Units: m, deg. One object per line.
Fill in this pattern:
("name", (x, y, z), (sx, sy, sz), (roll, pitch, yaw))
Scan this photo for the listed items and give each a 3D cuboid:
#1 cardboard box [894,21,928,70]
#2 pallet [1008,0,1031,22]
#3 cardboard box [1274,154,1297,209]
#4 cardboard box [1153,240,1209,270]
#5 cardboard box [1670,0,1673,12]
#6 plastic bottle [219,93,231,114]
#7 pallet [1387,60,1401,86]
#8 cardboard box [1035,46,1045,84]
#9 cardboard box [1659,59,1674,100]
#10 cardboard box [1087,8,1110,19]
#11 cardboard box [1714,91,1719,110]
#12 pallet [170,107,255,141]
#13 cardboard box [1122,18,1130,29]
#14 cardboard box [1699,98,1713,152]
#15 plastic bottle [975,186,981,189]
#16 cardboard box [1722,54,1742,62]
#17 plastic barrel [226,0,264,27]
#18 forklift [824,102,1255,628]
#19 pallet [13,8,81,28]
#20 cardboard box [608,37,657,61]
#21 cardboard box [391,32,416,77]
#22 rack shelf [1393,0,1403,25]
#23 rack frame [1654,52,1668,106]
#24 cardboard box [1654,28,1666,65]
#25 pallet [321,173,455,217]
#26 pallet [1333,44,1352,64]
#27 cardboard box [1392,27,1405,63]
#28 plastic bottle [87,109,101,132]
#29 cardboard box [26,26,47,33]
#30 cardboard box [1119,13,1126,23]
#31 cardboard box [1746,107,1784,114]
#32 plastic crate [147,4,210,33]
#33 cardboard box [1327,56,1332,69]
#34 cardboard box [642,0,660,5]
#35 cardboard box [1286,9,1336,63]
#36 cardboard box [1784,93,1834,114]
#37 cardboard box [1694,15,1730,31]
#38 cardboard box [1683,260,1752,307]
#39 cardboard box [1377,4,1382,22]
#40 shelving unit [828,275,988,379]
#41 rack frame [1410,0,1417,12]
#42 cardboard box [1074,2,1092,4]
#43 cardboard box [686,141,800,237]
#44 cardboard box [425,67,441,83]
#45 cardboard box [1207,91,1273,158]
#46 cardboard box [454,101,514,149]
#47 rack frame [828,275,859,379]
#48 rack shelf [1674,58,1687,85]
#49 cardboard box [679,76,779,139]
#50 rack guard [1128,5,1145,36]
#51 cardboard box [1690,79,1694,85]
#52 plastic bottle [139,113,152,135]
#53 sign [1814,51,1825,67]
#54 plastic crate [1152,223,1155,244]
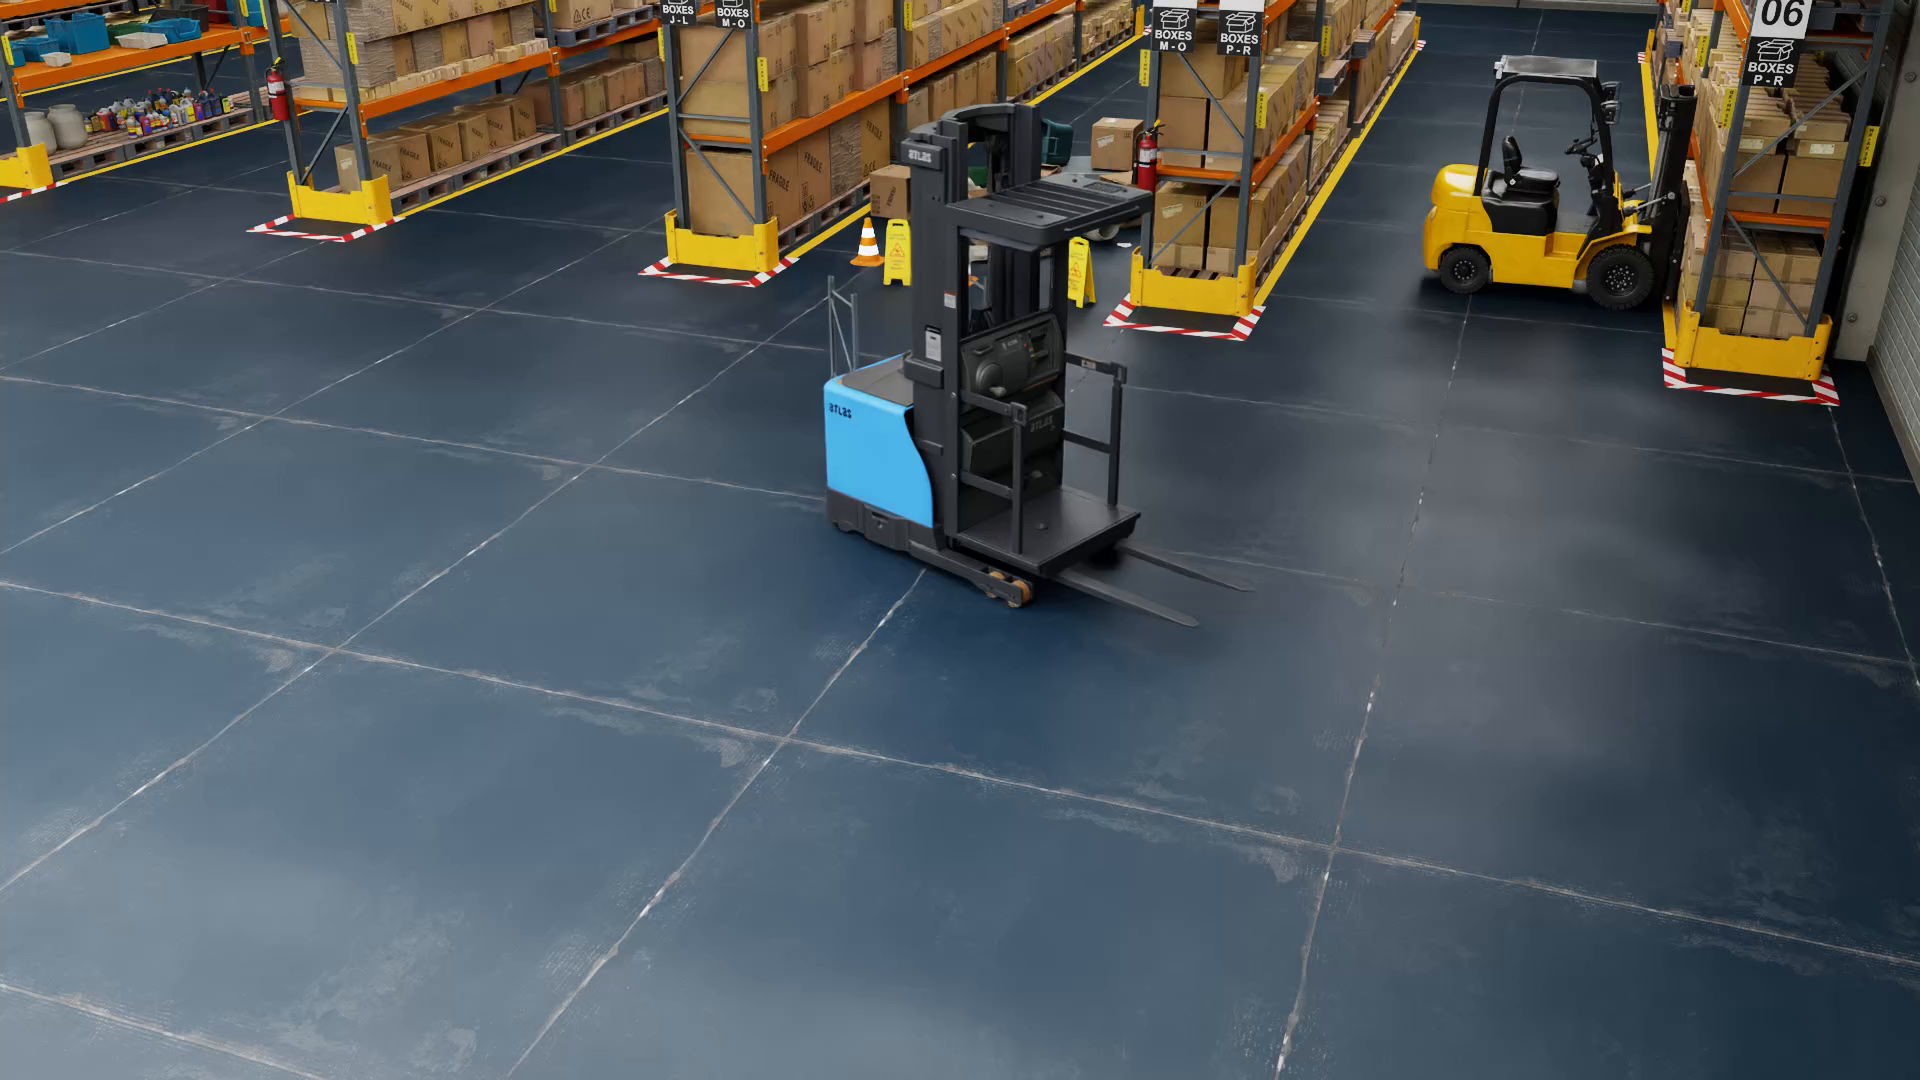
("cardboard box", (-0.717, -6.139, 20.597), (0.500, 0.500, 0.500), (9, 27, 18))
("pallet", (0.322, -7.783, 24.326), (1.213, 0.211, 1.003), (9, 27, 17))
("cardboard box", (3.275, -3.829, 17.752), (0.500, 0.500, 0.500), (10, 28, 20))
("cardboard box", (2.247, -2.930, 16.756), (0.500, 0.250, 0.500), (9, 27, 17))
("cardboard box", (10.355, -7.665, 23.266), (0.700, 0.500, 0.500), (9, 27, 18))
("plastic bottle", (-10.310, -6.126, 23.297), (0.061, 0.283, 0.133), (10, 28, 20))
("pallet", (6.544, -7.575, 26.876), (1.003, 0.211, 1.213), (9, 27, 17))
("cardboard box", (0.991, -7.297, 25.490), (0.500, 0.500, 0.500), (8, 27, 16))
("cardboard box", (10.526, -6.708, 24.273), (0.500, 0.500, 0.500), (10, 28, 20))
("cardboard box", (2.431, -9.240, 29.223), (0.380, 0.149, 0.250), (8, 27, 16))
("cardboard box", (7.350, -4.134, 15.711), (0.380, 0.149, 0.250), (8, 27, 16))
("pallet", (-10.723, -5.871, 23.358), (1.003, 0.211, 1.213), (9, 27, 17))
("cardboard box", (2.878, -9.388, 30.210), (0.380, 0.149, 0.250), (10, 27, 19))
("cardboard box", (7.518, -3.998, 16.175), (0.500, 0.500, 0.500), (8, 27, 17))
("plastic bottle", (0.185, -4.262, 20.207), (0.133, 0.061, 0.283), (-5, 26, -9))
("cardboard box", (7.866, -4.782, 16.708), (0.380, 0.149, 0.250), (9, 27, 18))
("plastic barrel", (-10.046, -7.737, 23.436), (0.600, 0.901, 0.708), (9, 27, 17))
("forklift", (0.493, -1.150, 10.486), (3.031, 2.935, 1.130), (21, 33, 37))
("pallet", (-17.731, -10.034, 31.956), (1.003, 0.211, 1.213), (9, 27, 17))
("cardboard box", (-4.820, -7.233, 24.474), (0.500, 0.250, 0.500), (12, 28, 23))
("cardboard box", (-6.859, -5.658, 19.261), (0.875, 0.500, 0.500), (9, 27, 17))
("rack shelf", (6.883, -9.027, 27.500), (1.077, 0.370, 4.000), (9, 27, 17))
("rack frame", (10.899, -7.810, 24.163), (1.000, 3.000, 0.127), (9, 27, 17))
("cardboard box", (11.617, -7.935, 26.806), (0.700, 0.500, 0.500), (10, 28, 20))
("pallet", (-6.792, -4.139, 19.780), (1.003, 0.211, 1.213), (9, 27, 17))
("pallet", (4.266, -5.979, 20.600), (1.003, 0.211, 1.213), (9, 27, 17))
("cardboard box", (6.825, -8.175, 27.374), (0.875, 0.438, 0.875), (8, 27, 16))
("plastic bottle", (-11.572, -5.597, 22.203), (0.061, 0.283, 0.133), (9, 27, 19))
("cardboard box", (-14.760, -8.153, 26.901), (0.500, 0.311, 0.500), (8, 27, 17))
("cardboard box", (2.769, -9.416, 29.928), (0.380, 0.149, 0.250), (8, 27, 15))
("cardboard box", (6.879, -3.633, 14.335), (0.380, 0.149, 0.250), (9, 27, 18))
("plastic crate", (-10.755, -7.172, 22.915), (0.767, 0.338, 0.504), (9, 27, 17))
("cardboard box", (4.129, -5.600, 19.403), (0.380, 0.149, 0.250), (9, 27, 18))
("cardboard box", (-4.692, -8.084, 24.132), (0.700, 0.500, 0.500), (13, 29, 25))
("cardboard box", (3.982, -5.760, 18.990), (0.500, 0.500, 0.500), (9, 27, 19))
("cardboard box", (7.573, -3.881, 14.848), (0.380, 0.149, 0.250), (10, 27, 19))
("cardboard box", (9.036, -6.196, 19.969), (0.380, 0.149, 0.250), (10, 27, 19))
("cardboard box", (6.773, -2.301, 14.883), (0.500, 0.250, 0.500), (8, 27, 17))
("cardboard box", (5.782, -7.613, 23.928), (0.500, 0.250, 0.500), (9, 27, 17))
("shelving unit", (-0.372, -1.222, 12.276), (1.048, 1.500, 0.538), (-11, 28, -22))
("rack frame", (7.549, -10.172, 29.041), (1.000, 3.000, 0.127), (9, 27, 17))
("cardboard box", (2.169, -9.641, 30.050), (0.380, 0.149, 0.250), (9, 27, 17))
("cardboard box", (-2.314, -3.794, 17.825), (0.875, 0.875, 0.875), (9, 27, 18))
("cardboard box", (-6.392, -5.518, 19.717), (0.380, 0.149, 0.250), (9, 27, 17))
("cardboard box", (2.643, -3.930, 15.693), (0.500, 0.500, 0.500), (8, 27, 17))
("cardboard box", (-6.144, -5.347, 21.461), (0.500, 0.500, 0.500), (19, 32, 34))
("rack frame", (-0.833, -1.128, 12.083), (0.032, 1.500, 0.500), (-11, 28, -22))
("rack shelf", (8.903, -5.021, 19.227), (1.077, 0.370, 4.000), (9, 27, 17))
("cardboard box", (-2.397, -4.500, 17.154), (0.875, 0.550, 0.550), (9, 27, 17))
("rack guard", (2.822, -9.692, 30.918), (1.175, 0.500, 0.348), (9, 27, 17))
("cardboard box", (8.320, -4.908, 18.340), (0.500, 0.250, 0.500), (9, 27, 17))
("plastic bottle", (-10.802, -5.518, 22.041), (0.061, 0.283, 0.133), (9, 27, 18))
("sign", (8.761, -4.868, 17.002), (0.100, 0.325, 0.005), (9, 27, 17))
("plastic crate", (2.260, -3.401, 18.405), (0.402, 0.080, 0.583), (0, 26, -1))
